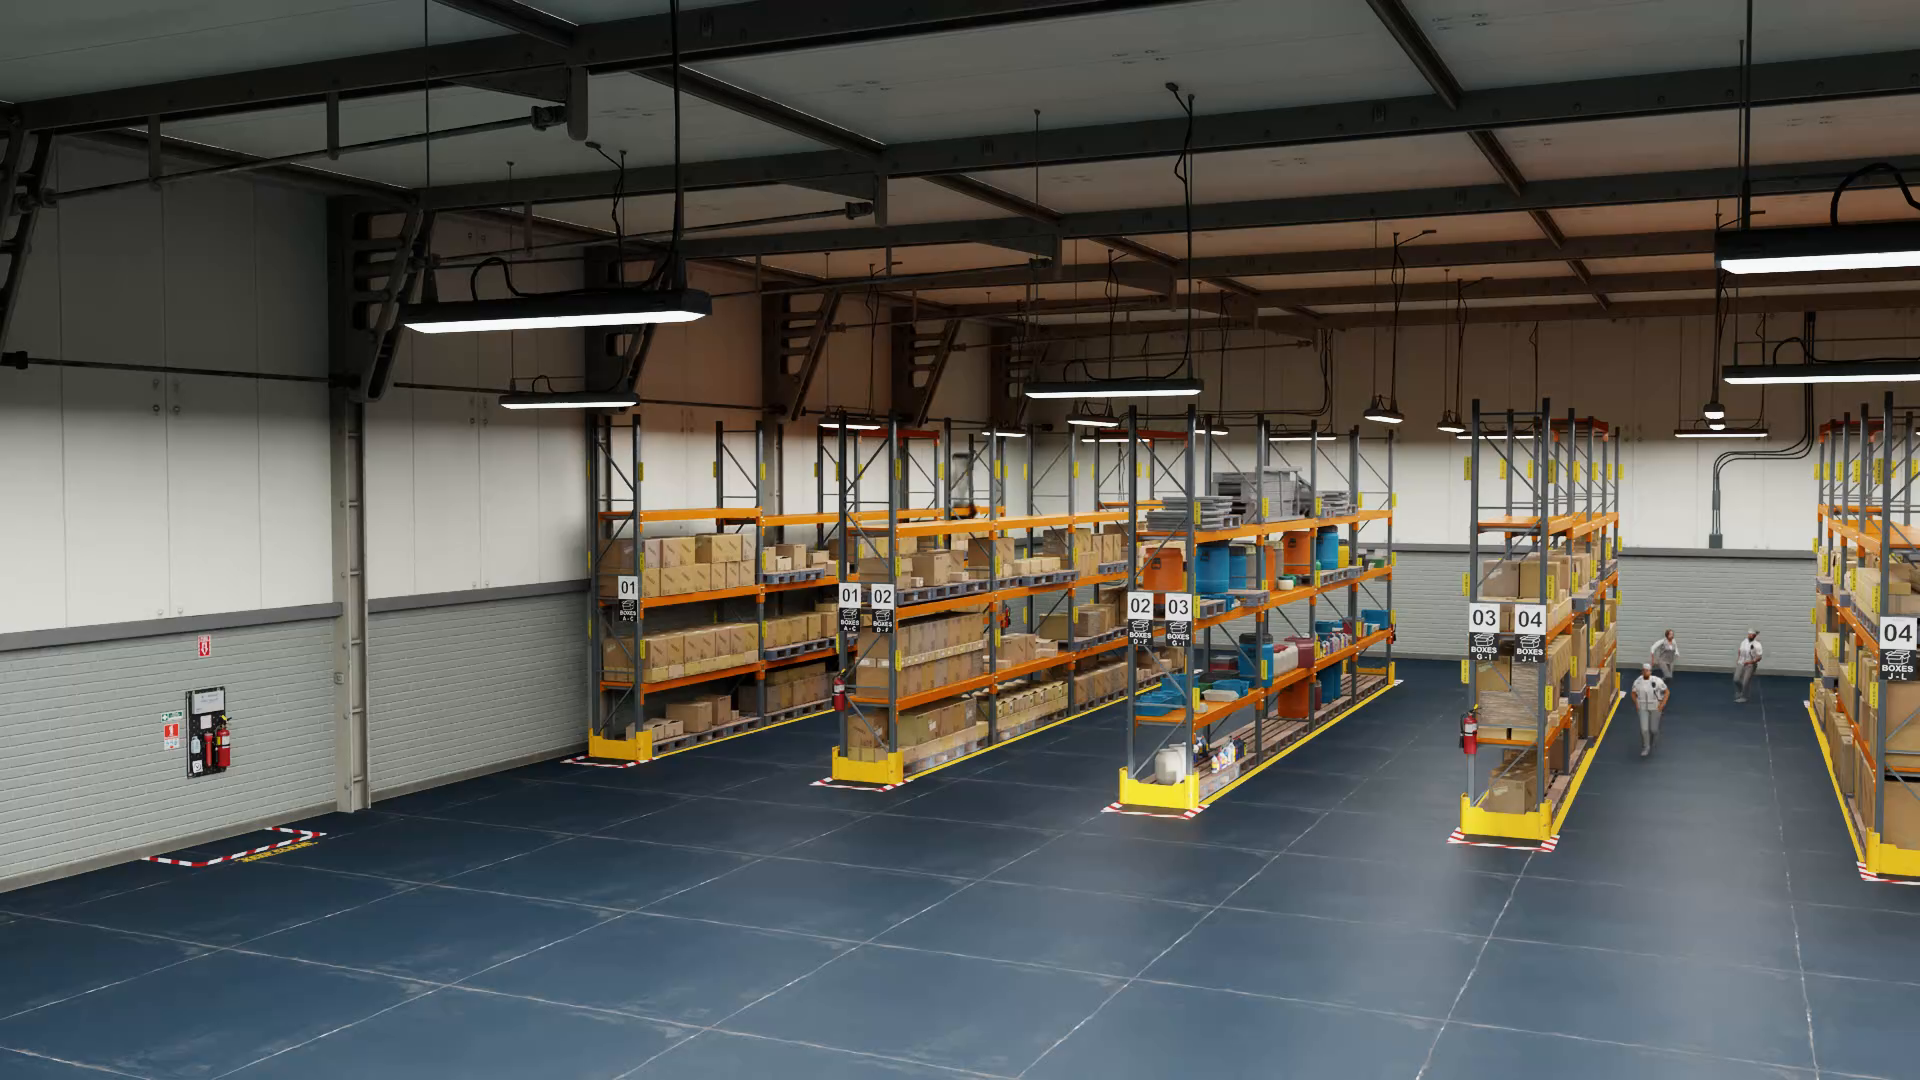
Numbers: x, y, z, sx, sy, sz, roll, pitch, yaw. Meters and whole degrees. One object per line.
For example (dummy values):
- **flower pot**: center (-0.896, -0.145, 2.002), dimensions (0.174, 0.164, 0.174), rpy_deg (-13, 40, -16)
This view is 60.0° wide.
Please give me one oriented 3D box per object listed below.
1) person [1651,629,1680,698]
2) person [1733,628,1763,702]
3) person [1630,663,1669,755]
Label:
- **person**: center (15.531, 2.726, 36.550), dimensions (0.555, 1.541, 0.657), rpy_deg (-1, 2, -12)
- **person**: center (17.007, 2.708, 35.929), dimensions (0.516, 1.638, 0.636), rpy_deg (-2, 3, -39)
- **person**: center (12.208, 3.002, 29.452), dimensions (0.627, 1.654, 0.587), rpy_deg (2, 3, 33)
